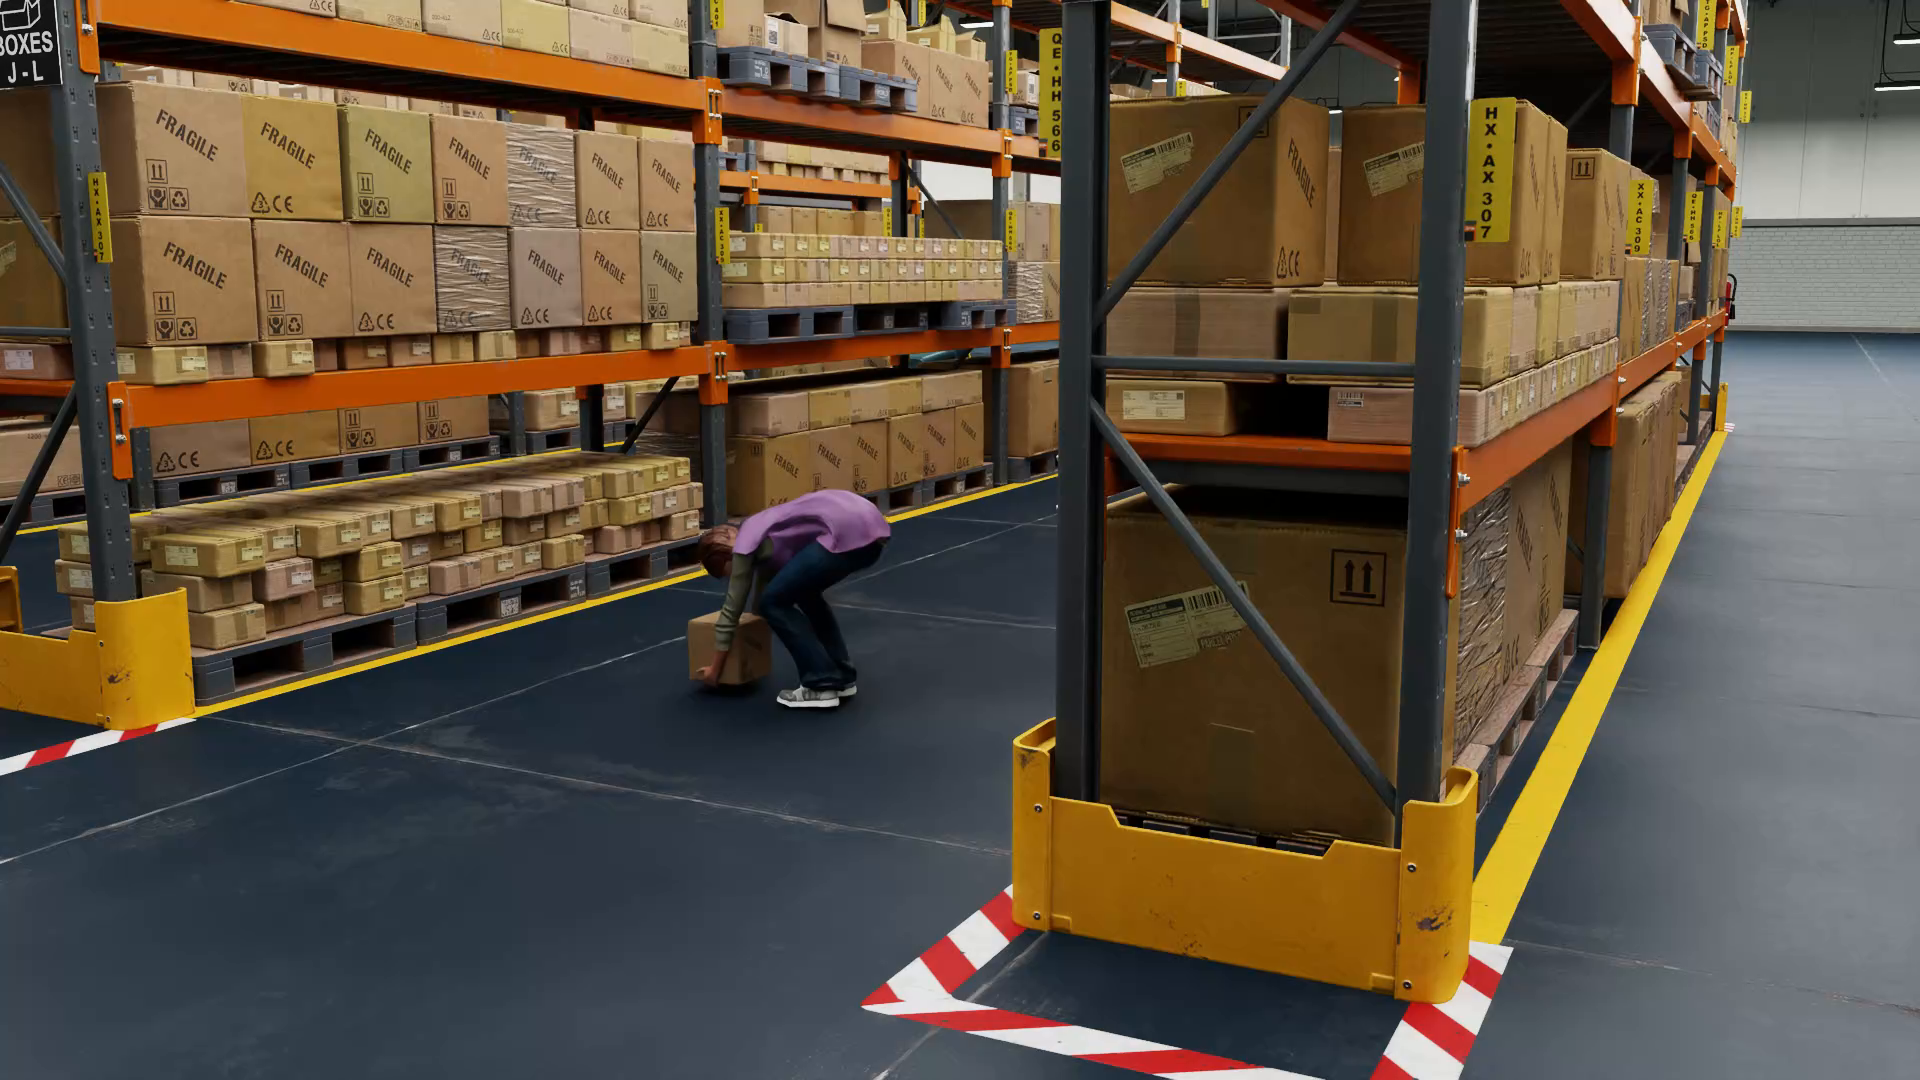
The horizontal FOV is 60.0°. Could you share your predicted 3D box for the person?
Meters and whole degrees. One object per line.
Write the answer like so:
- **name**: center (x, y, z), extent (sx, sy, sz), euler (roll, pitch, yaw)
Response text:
- **person**: center (-0.709, 0.196, 6.792), extent (0.860, 0.923, 0.412), euler (4, 10, 23)
